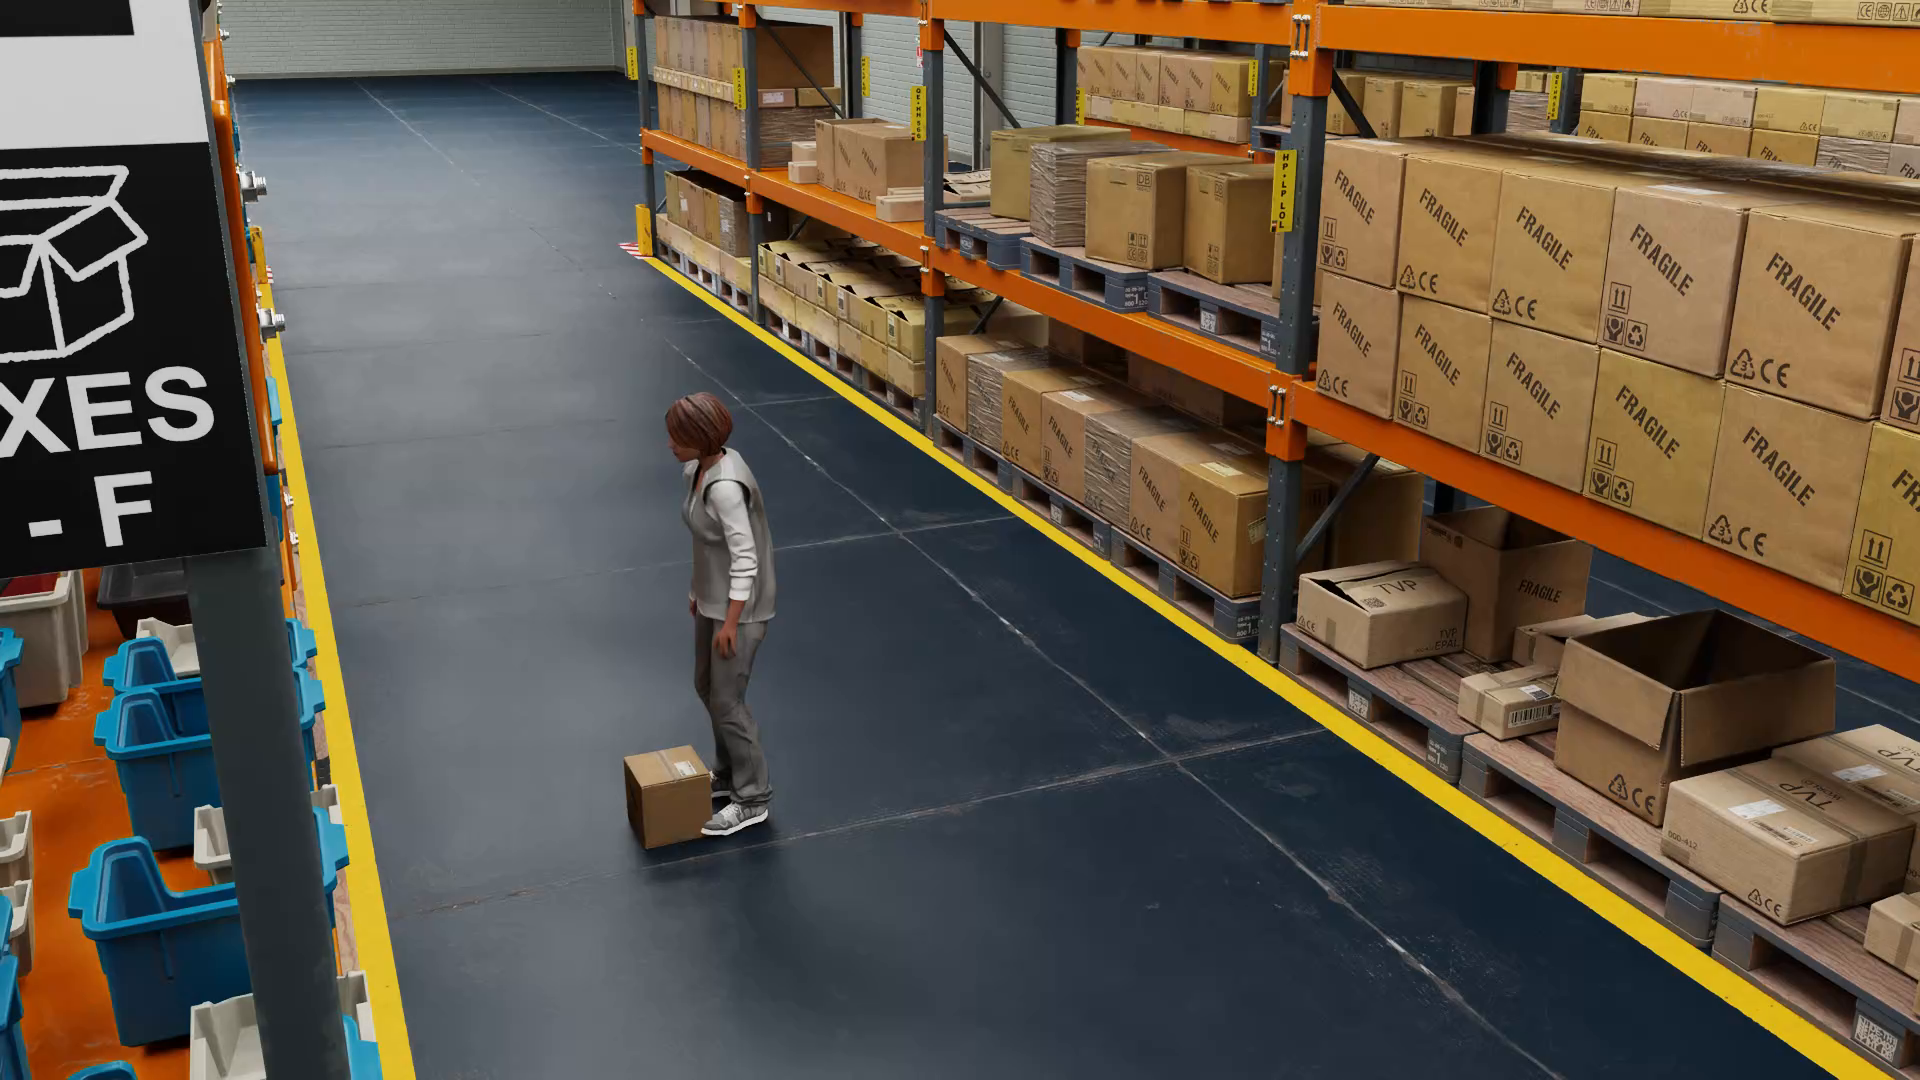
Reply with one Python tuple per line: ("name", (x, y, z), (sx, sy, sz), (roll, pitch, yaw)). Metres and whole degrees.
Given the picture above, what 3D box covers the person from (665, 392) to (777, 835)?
("person", (-0.830, 0.251, 5.857), (0.343, 1.593, 0.462), (-8, 21, -22))
